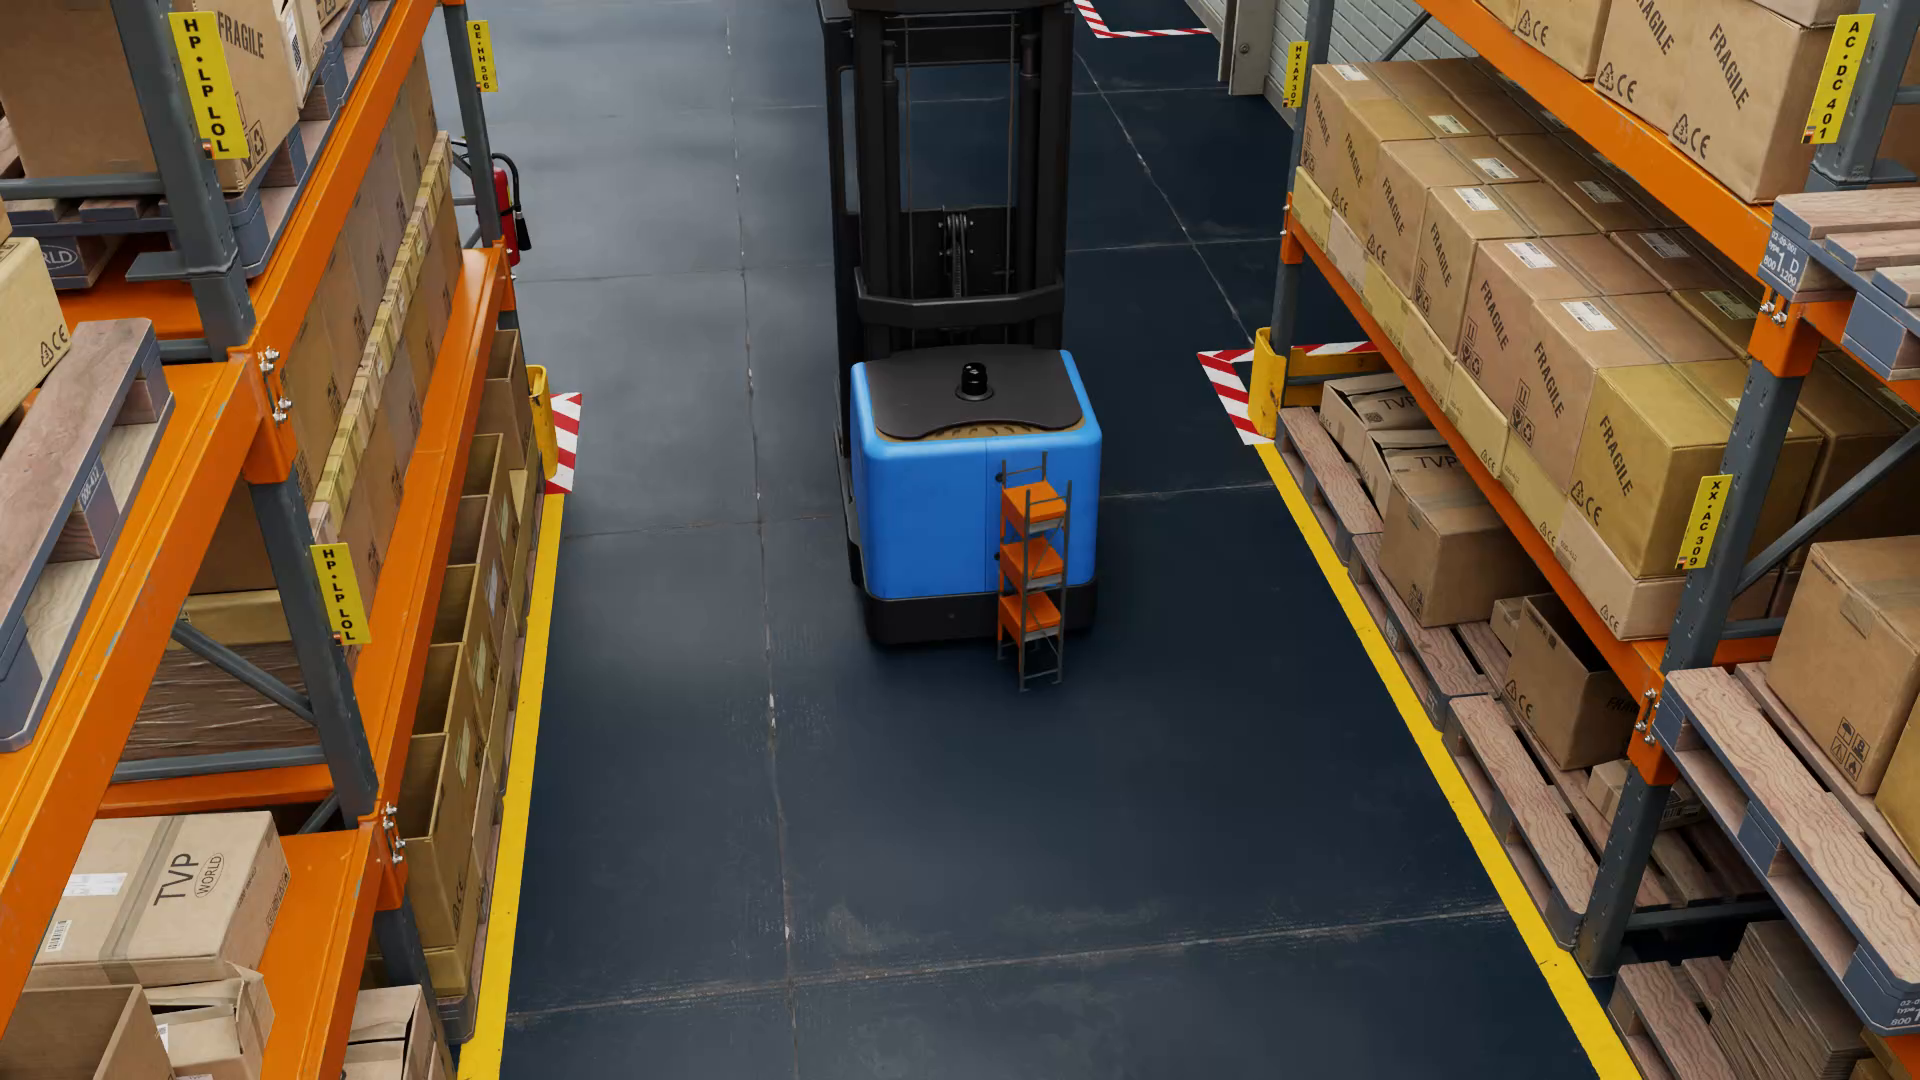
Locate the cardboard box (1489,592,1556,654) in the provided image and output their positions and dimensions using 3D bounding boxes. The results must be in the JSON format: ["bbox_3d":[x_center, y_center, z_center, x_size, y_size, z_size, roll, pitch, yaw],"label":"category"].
[{"bbox_3d":[2.532,0.364,7.193,0.380,0.149,0.250,-7,35,-10],"label":"cardboard box"}]

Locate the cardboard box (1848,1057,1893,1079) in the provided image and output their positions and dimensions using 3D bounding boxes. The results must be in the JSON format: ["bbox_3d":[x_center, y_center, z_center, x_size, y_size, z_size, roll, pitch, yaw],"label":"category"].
[{"bbox_3d":[2.962,1.807,4.764,0.700,0.500,0.500,-5,35,-7],"label":"cardboard box"}]

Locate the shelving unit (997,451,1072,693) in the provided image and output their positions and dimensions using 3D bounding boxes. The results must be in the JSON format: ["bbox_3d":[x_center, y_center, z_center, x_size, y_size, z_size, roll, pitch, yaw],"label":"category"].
[{"bbox_3d":[0.311,0.148,7.098,0.215,1.050,0.252,-12,36,-18],"label":"shelving unit"}]

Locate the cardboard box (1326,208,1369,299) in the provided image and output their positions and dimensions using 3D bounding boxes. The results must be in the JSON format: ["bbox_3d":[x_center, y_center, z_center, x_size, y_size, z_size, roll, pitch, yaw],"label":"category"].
[{"bbox_3d":[2.024,-1.331,7.656,0.500,0.250,0.500,-5,35,-8],"label":"cardboard box"}]

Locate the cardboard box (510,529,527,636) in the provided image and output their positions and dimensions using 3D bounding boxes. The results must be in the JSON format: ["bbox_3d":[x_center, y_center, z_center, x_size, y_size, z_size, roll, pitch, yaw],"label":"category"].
[{"bbox_3d":[-2.206,0.204,7.356,0.500,0.250,0.500,-4,35,-6],"label":"cardboard box"}]

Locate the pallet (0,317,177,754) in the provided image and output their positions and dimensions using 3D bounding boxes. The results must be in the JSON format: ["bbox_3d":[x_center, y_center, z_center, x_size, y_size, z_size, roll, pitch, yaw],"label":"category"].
[{"bbox_3d":[-2.050,-0.030,3.137,0.805,0.209,1.217,-6,35,-8],"label":"pallet"}]

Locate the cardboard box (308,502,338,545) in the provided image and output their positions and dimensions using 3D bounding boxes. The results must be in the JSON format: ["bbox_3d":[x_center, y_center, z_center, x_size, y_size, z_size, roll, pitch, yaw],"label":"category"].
[{"bbox_3d":[-2.059,0.025,4.885,0.380,0.149,0.250,-4,34,-6],"label":"cardboard box"}]

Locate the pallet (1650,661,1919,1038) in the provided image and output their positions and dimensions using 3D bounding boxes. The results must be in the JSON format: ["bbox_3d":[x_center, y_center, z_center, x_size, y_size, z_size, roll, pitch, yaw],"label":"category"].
[{"bbox_3d":[2.686,0.779,4.614,1.003,0.211,1.213,-4,35,-6],"label":"pallet"}]

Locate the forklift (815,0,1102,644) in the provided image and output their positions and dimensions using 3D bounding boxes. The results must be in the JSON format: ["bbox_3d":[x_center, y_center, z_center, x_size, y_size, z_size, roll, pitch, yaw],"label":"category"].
[{"bbox_3d":[-0.081,-1.563,7.941,1.130,2.935,3.031,-4,34,-6],"label":"forklift"}]

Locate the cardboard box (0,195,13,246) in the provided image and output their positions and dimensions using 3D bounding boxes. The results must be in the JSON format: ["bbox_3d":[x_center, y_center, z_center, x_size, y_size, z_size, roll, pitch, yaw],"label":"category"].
[{"bbox_3d":[-2.137,-0.675,3.007,0.500,0.500,0.500,-4,34,-6],"label":"cardboard box"}]

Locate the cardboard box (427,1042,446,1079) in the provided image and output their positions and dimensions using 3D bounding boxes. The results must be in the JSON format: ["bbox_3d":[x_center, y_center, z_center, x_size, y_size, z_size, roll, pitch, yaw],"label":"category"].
[{"bbox_3d":[-1.838,1.811,4.997,0.500,0.250,0.500,-5,35,-7],"label":"cardboard box"}]

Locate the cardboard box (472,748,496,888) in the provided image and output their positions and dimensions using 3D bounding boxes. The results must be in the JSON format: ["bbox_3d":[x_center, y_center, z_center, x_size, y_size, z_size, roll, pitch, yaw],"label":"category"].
[{"bbox_3d":[-2.005,1.041,6.128,0.500,0.250,0.500,-4,35,-6],"label":"cardboard box"}]

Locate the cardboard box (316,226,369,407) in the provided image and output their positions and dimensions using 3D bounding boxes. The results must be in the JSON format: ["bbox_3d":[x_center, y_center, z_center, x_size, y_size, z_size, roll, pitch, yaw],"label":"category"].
[{"bbox_3d":[-2.383,-0.747,5.441,0.700,0.500,0.500,-4,35,-6],"label":"cardboard box"}]

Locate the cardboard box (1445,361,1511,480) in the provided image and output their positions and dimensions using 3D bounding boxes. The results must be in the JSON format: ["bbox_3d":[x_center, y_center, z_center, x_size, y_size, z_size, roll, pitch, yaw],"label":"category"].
[{"bbox_3d":[2.221,-0.484,6.412,0.500,0.250,0.500,-5,35,-7],"label":"cardboard box"}]

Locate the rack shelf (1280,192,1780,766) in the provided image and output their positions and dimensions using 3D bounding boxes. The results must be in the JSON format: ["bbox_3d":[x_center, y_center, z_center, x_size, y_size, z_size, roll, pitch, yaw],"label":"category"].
[{"bbox_3d":[2.458,-0.557,7.042,1.077,0.370,4.000,-4,35,-6],"label":"rack shelf"}]

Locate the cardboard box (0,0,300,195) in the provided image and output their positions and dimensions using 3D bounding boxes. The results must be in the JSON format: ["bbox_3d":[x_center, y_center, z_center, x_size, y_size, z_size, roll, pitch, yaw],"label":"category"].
[{"bbox_3d":[-1.987,-1.174,4.060,0.500,0.500,0.500,-2,34,-2],"label":"cardboard box"}]

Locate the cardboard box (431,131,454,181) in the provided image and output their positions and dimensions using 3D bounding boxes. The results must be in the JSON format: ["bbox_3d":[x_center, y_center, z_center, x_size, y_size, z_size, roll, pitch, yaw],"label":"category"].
[{"bbox_3d":[-2.479,-1.704,7.421,0.380,0.149,0.250,-5,35,-7],"label":"cardboard box"}]

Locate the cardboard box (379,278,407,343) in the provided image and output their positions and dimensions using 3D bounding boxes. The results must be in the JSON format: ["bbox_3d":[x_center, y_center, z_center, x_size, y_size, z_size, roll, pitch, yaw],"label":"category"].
[{"bbox_3d":[-2.268,-0.838,6.152,0.380,0.149,0.250,-5,35,-7],"label":"cardboard box"}]

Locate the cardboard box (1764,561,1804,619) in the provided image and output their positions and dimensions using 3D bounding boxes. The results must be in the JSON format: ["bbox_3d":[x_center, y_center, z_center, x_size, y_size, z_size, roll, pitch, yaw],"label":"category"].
[{"bbox_3d":[2.876,0.037,5.647,0.500,0.250,0.500,-4,34,-6],"label":"cardboard box"}]

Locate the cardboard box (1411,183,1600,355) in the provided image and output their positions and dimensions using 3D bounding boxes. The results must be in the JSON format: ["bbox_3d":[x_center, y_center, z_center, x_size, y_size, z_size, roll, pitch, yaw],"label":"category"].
[{"bbox_3d":[2.157,-1.085,6.628,0.500,0.500,0.500,-3,34,-5],"label":"cardboard box"}]

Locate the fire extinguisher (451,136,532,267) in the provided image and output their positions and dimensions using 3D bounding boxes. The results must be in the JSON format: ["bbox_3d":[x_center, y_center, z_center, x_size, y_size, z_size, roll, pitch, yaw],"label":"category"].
[{"bbox_3d":[-2.275,-1.662,8.094,0.296,0.674,0.183,-4,35,-6],"label":"fire extinguisher"}]

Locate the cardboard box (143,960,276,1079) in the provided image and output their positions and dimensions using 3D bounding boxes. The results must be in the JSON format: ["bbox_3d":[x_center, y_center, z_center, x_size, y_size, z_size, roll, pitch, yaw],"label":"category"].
[{"bbox_3d":[-1.881,1.171,3.987,0.396,0.266,0.258,-5,35,-8],"label":"cardboard box"}]

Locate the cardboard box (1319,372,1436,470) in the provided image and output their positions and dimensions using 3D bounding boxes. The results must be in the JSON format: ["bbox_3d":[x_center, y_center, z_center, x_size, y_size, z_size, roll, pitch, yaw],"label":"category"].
[{"bbox_3d":[2.193,-0.648,8.534,0.500,0.311,0.500,-8,35,-12],"label":"cardboard box"}]

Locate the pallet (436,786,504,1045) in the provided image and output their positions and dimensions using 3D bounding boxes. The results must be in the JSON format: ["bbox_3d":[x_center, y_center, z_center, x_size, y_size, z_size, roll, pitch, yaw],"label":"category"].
[{"bbox_3d":[-2.246,1.344,6.090,1.003,0.211,1.213,-4,35,-6],"label":"pallet"}]

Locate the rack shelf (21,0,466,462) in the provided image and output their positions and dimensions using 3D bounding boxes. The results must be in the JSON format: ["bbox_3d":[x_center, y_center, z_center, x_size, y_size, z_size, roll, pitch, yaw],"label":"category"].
[{"bbox_3d":[-2.450,-1.419,5.644,1.077,0.370,4.000,-4,35,-6],"label":"rack shelf"}]

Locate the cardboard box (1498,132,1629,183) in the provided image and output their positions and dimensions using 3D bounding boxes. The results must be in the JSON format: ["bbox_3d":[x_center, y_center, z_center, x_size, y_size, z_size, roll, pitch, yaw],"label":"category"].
[{"bbox_3d":[2.595,-1.410,7.104,0.500,0.500,0.500,-5,35,-8],"label":"cardboard box"}]

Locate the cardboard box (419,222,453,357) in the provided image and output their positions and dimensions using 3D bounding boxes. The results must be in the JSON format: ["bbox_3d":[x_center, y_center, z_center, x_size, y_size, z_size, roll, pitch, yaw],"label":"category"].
[{"bbox_3d":[-2.593,-1.080,7.083,0.700,0.500,0.500,-4,34,-5],"label":"cardboard box"}]

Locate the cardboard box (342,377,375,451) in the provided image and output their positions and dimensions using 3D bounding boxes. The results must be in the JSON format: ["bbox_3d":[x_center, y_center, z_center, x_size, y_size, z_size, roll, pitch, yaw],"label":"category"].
[{"bbox_3d":[-2.164,-0.405,5.516,0.380,0.149,0.250,-5,35,-8],"label":"cardboard box"}]

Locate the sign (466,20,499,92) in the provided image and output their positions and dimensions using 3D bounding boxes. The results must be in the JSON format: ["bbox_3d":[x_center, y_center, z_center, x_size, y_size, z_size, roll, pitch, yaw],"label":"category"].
[{"bbox_3d":[-2.179,-2.203,7.580,0.100,0.325,0.005,-4,35,-6],"label":"sign"}]

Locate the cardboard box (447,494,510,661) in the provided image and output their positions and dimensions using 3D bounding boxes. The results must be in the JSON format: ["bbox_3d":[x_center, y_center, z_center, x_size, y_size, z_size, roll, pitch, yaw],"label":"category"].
[{"bbox_3d":[-2.137,0.173,6.736,0.500,0.500,0.500,-4,35,-6],"label":"cardboard box"}]

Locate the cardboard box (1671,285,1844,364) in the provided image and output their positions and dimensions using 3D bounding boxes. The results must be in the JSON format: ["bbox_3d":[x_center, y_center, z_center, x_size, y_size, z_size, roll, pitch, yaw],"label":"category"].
[{"bbox_3d":[2.805,-0.561,5.860,0.500,0.500,0.500,-5,35,-7],"label":"cardboard box"}]

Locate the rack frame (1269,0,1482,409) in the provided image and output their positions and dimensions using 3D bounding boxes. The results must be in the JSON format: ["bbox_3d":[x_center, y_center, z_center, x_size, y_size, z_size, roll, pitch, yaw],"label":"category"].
[{"bbox_3d":[2.189,-1.970,8.478,1.000,3.000,0.127,-4,35,-6],"label":"rack frame"}]

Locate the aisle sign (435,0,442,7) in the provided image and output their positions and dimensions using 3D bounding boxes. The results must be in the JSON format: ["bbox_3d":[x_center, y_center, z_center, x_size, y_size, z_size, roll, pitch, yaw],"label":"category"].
[{"bbox_3d":[-2.437,-2.726,7.278,0.394,0.787,0.004,-4,35,-6],"label":"aisle sign"}]

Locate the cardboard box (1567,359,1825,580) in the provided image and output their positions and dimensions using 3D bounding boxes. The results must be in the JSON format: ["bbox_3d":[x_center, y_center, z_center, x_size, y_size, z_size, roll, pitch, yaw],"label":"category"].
[{"bbox_3d":[2.357,-0.235,5.380,0.500,0.500,0.500,-4,35,-6],"label":"cardboard box"}]

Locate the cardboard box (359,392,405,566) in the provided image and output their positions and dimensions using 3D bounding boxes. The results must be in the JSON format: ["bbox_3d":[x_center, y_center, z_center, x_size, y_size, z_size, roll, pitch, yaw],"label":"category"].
[{"bbox_3d":[-2.388,-0.223,5.825,0.700,0.500,0.500,-4,34,-6],"label":"cardboard box"}]

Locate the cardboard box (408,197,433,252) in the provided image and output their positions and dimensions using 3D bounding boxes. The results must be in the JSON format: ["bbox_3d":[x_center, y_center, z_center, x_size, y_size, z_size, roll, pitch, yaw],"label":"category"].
[{"bbox_3d":[-2.376,-1.274,6.792,0.380,0.149,0.250,-4,34,-6],"label":"cardboard box"}]

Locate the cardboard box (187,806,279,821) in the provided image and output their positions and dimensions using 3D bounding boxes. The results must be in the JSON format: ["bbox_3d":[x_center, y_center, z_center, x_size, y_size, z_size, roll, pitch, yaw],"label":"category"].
[{"bbox_3d":[-2.516,0.770,5.860,0.500,0.500,0.500,-4,35,-6],"label":"cardboard box"}]

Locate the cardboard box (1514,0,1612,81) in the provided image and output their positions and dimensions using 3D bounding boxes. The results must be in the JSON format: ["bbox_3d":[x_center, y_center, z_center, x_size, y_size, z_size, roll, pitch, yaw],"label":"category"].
[{"bbox_3d":[2.247,-1.880,5.575,0.500,0.500,0.500,-6,35,-8],"label":"cardboard box"}]

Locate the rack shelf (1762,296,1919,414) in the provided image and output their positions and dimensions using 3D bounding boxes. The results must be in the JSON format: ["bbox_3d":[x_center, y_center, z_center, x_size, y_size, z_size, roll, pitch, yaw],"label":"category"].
[{"bbox_3d":[2.996,0.436,2.922,1.077,0.370,4.000,-4,35,-6],"label":"rack shelf"}]

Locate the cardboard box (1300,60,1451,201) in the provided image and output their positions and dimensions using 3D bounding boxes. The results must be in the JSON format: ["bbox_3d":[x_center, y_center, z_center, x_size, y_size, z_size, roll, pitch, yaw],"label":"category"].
[{"bbox_3d":[1.956,-1.937,7.879,0.500,0.500,0.500,-4,35,-6],"label":"cardboard box"}]

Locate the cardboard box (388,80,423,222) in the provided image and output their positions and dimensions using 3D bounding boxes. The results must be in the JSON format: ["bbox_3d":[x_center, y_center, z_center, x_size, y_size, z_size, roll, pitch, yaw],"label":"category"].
[{"bbox_3d":[-2.586,-1.586,6.673,0.700,0.500,0.500,-5,35,-8],"label":"cardboard box"}]

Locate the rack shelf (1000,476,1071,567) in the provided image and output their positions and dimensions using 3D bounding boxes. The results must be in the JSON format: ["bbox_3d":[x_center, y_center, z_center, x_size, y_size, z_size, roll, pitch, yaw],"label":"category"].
[{"bbox_3d":[0.313,-0.078,6.944,0.215,0.259,0.240,-12,36,-18],"label":"rack shelf"}]

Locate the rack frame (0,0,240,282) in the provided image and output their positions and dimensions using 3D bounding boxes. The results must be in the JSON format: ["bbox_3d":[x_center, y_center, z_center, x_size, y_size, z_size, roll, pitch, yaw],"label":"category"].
[{"bbox_3d":[-2.181,-1.840,2.959,1.000,3.000,0.127,-4,35,-6],"label":"rack frame"}]

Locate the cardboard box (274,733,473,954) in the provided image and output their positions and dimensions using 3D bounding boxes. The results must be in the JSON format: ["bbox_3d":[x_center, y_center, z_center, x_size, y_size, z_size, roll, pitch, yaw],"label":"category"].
[{"bbox_3d":[-1.933,1.009,5.508,0.500,0.500,0.500,-4,35,-6],"label":"cardboard box"}]

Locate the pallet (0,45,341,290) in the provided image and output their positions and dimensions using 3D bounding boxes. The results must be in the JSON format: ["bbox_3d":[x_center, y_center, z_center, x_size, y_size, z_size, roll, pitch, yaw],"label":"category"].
[{"bbox_3d":[-2.321,-1.038,4.524,1.003,0.211,1.213,-4,35,-6],"label":"pallet"}]

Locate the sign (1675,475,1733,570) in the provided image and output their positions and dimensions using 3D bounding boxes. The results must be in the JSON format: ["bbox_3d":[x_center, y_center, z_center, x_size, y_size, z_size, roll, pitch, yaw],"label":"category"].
[{"bbox_3d":[2.191,-0.050,4.892,0.100,0.325,0.005,-4,35,-6],"label":"sign"}]
